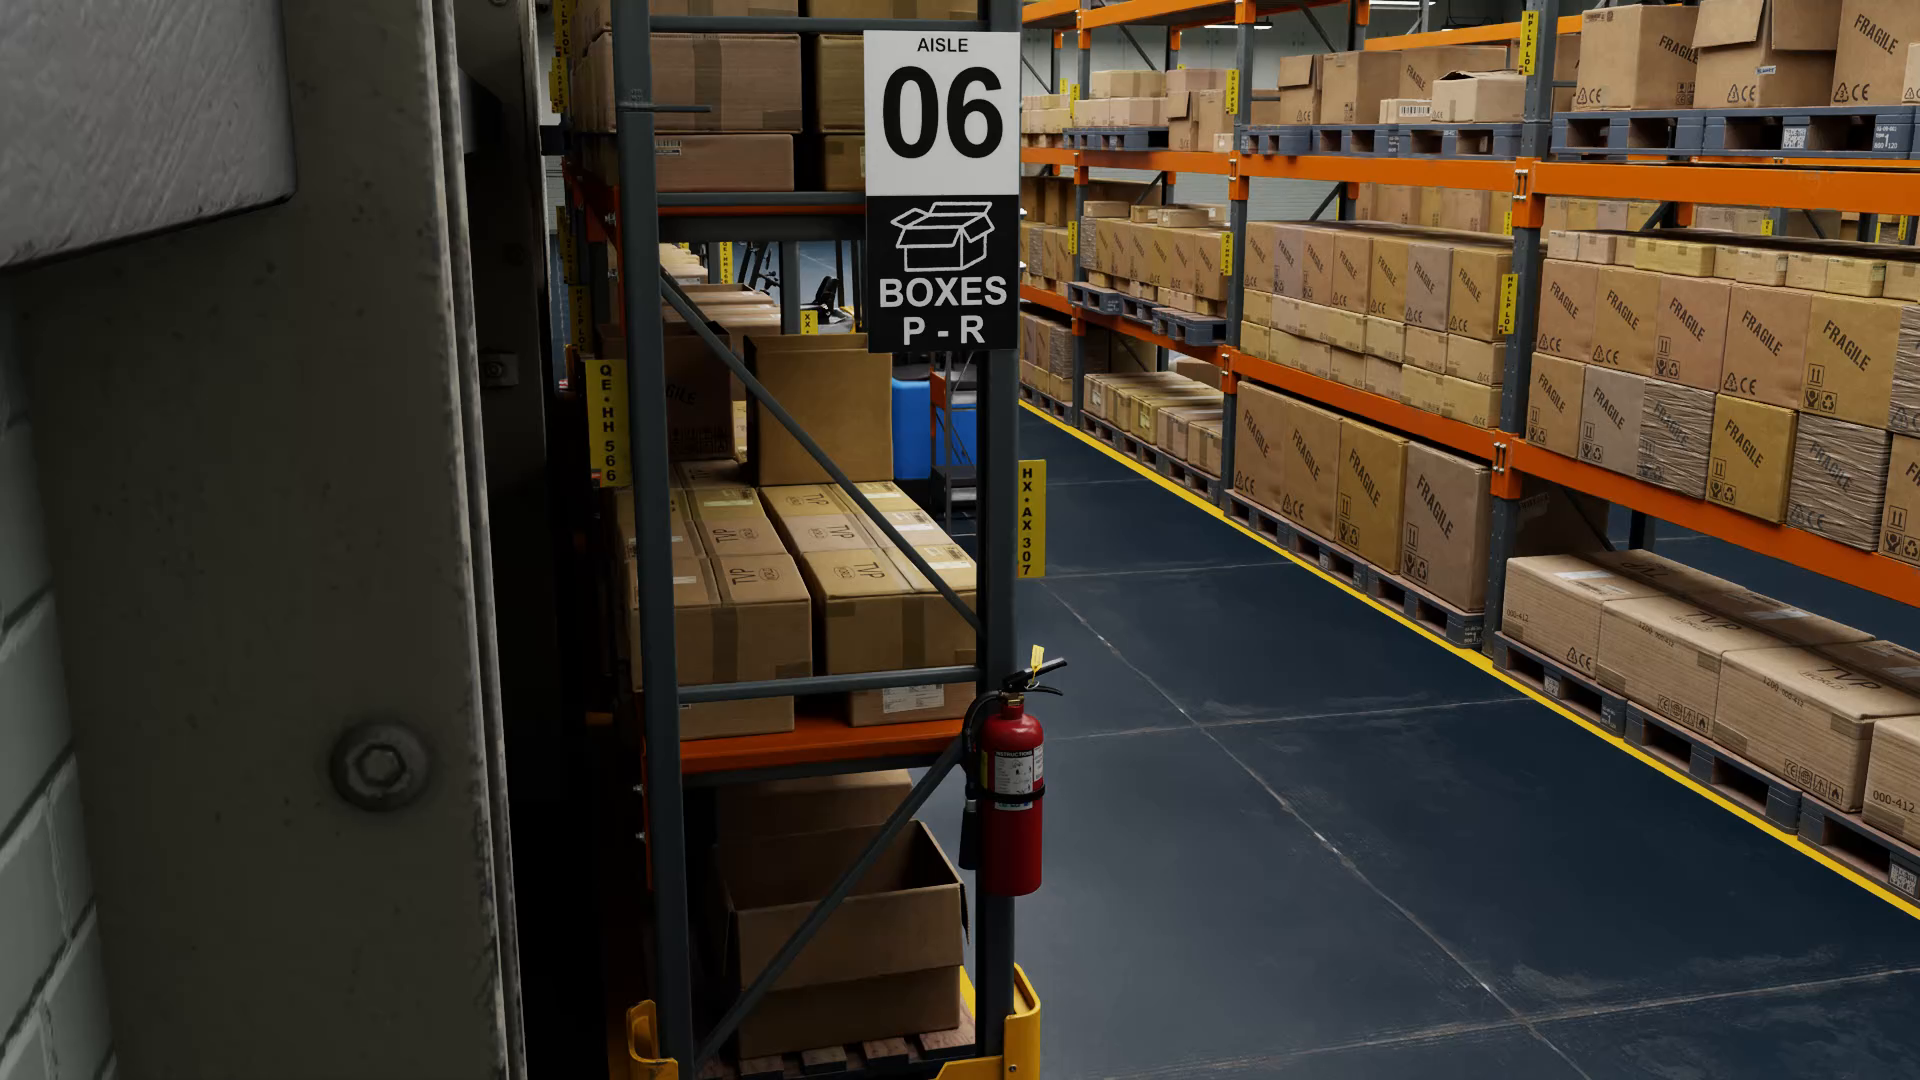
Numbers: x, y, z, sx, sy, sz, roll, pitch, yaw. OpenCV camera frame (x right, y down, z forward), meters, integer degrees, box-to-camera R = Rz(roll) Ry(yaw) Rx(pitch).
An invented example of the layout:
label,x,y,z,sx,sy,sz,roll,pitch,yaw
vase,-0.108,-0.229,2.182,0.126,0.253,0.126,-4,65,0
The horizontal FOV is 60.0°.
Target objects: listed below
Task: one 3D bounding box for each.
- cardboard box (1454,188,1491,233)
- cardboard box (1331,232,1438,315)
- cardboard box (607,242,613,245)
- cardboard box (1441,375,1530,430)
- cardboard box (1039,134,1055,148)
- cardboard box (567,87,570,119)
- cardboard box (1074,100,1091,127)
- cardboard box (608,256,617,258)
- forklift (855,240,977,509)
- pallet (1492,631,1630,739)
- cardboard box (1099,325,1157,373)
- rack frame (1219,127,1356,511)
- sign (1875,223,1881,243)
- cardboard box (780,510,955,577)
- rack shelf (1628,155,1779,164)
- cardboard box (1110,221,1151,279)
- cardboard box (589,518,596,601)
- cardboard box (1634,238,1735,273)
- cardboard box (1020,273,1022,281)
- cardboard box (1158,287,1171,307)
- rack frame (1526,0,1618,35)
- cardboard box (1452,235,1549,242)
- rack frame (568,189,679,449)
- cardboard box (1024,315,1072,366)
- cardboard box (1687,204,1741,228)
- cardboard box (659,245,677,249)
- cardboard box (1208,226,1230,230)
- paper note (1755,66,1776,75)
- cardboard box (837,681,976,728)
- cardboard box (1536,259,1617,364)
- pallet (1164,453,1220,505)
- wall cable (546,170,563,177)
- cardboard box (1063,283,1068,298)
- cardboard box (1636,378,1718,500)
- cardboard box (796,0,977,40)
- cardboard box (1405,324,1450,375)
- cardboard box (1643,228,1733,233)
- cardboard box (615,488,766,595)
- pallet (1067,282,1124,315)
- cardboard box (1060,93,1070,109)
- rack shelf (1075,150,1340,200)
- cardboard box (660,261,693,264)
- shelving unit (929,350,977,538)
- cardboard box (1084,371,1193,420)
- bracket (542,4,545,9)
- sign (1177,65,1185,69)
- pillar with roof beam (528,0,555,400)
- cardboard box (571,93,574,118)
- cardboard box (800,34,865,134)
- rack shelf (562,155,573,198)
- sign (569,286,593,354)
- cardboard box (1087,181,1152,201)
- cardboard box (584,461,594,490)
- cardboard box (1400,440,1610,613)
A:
label,x,y,z,sx,sy,sz,roll,pitch,yaw
cardboard box,6.154,-3.754,18.883,0.875,0.550,0.550,-3,14,-13
cardboard box,2.827,-1.784,11.090,0.500,0.500,0.500,-3,14,-12
cardboard box,-3.488,-2.796,15.975,0.380,0.149,0.250,-3,14,-13
cardboard box,3.190,-0.821,9.785,0.500,0.250,0.500,-4,14,-15
cardboard box,1.063,-4.279,17.832,0.380,0.149,0.250,-3,14,-12
cardboard box,-2.642,-3.240,12.267,0.500,0.250,0.500,-3,14,-13
cardboard box,1.409,-4.081,15.924,0.500,0.250,0.500,-4,14,-15
cardboard box,-2.976,-2.289,13.899,0.380,0.149,0.250,-3,14,-13
forklift,-0.347,-1.967,14.303,1.130,2.935,3.031,-3,14,-12
pallet,3.643,0.730,8.996,1.003,0.211,1.213,-3,14,-13
cardboard box,1.785,-2.034,17.761,0.500,0.500,0.500,-3,14,-11
rack frame,2.601,-1.728,13.178,1.000,3.000,0.127,-3,14,-13
sign,7.914,-2.583,14.407,0.100,0.325,0.005,-3,14,-13
cardboard box,-0.308,0.088,5.436,0.500,0.250,0.500,-3,14,-13
rack shelf,6.919,-3.596,16.020,1.077,0.370,4.000,-3,14,-13
cardboard box,1.714,-2.693,15.407,0.500,0.500,0.500,-3,14,-14
cardboard box,-1.917,0.149,9.879,0.500,0.500,0.500,-4,14,-16
cardboard box,3.538,-1.391,8.117,0.380,0.149,0.250,-3,14,-14
cardboard box,0.886,-3.061,19.167,0.380,0.149,0.250,-3,14,-11
cardboard box,1.930,-2.107,14.374,0.380,0.149,0.250,-3,14,-12
rack frame,6.449,-5.864,17.468,1.000,3.000,0.127,-3,14,-13
cardboard box,3.455,-1.688,10.699,0.500,0.500,0.500,-4,14,-15
rack frame,-3.163,-2.373,15.819,1.000,3.000,0.127,-3,14,-13
cardboard box,1.020,-2.239,18.601,0.500,0.500,0.500,-3,14,-10
cardboard box,7.050,-2.900,15.659,0.700,0.500,0.500,-4,14,-14
cardboard box,-2.788,-2.611,15.218,0.380,0.149,0.250,-3,14,-14
cardboard box,2.460,-2.483,14.549,0.500,0.500,0.500,-3,14,-12
paper note,3.421,-1.997,7.068,0.006,0.032,0.123,-3,14,-13
cardboard box,-0.155,0.426,4.891,0.380,0.149,0.250,-3,14,-14
cardboard box,3.417,-1.216,8.765,0.500,0.500,0.500,-3,14,-13
pallet,2.419,-0.553,14.247,1.003,0.211,1.213,-3,14,-13
wall cable,-11.267,-12.165,49.800,3.097,2.526,0.112,-3,14,-13
cardboard box,1.290,-2.585,17.219,0.380,0.149,0.250,-3,14,-14
cardboard box,3.621,-0.499,7.939,0.500,0.500,0.500,-3,14,-13
cardboard box,-0.204,-1.492,4.531,0.500,0.250,0.500,-3,14,-14
cardboard box,3.076,-1.178,10.190,0.500,0.250,0.500,-3,14,-12
cardboard box,3.922,-1.601,8.975,0.380,0.149,0.250,-4,14,-14
cardboard box,-0.942,-0.001,5.800,0.500,0.250,0.500,-3,14,-11
pallet,1.700,-2.373,16.223,1.003,0.211,1.213,-3,14,-13
cardboard box,1.239,-4.489,17.011,0.380,0.149,0.250,-4,14,-15
rack shelf,2.131,-3.297,14.796,1.077,0.370,4.000,-3,14,-13
cardboard box,-2.323,-2.139,13.284,0.380,0.149,0.250,-3,14,-13
shelving unit,0.039,-0.982,12.022,0.431,2.100,0.503,-3,14,-13
cardboard box,1.787,-1.457,16.722,0.950,0.372,0.625,-3,14,-12
bracket,-10.813,-13.998,43.178,0.076,0.066,4.783,-3,14,-13
sign,2.200,-4.582,16.621,0.100,0.325,0.005,-3,14,-13
pillar with roof beam,-0.630,-6.239,19.003,9.100,9.000,0.400,-3,14,-13
cardboard box,-2.262,-2.750,10.521,0.380,0.149,0.250,-3,14,-14
cardboard box,-0.183,-1.251,4.596,0.500,0.250,0.500,-3,14,-14
rack shelf,-2.693,-3.019,13.660,1.077,0.370,4.000,-3,14,-13
sign,-1.822,-1.058,7.997,0.100,0.325,0.005,-3,14,-13
cardboard box,1.670,-3.562,17.741,0.700,0.500,0.500,-3,14,-13
cardboard box,-2.257,-0.434,10.897,0.380,0.149,0.250,-4,14,-16
cardboard box,3.317,-0.115,10.170,0.875,0.875,0.875,-3,14,-11
